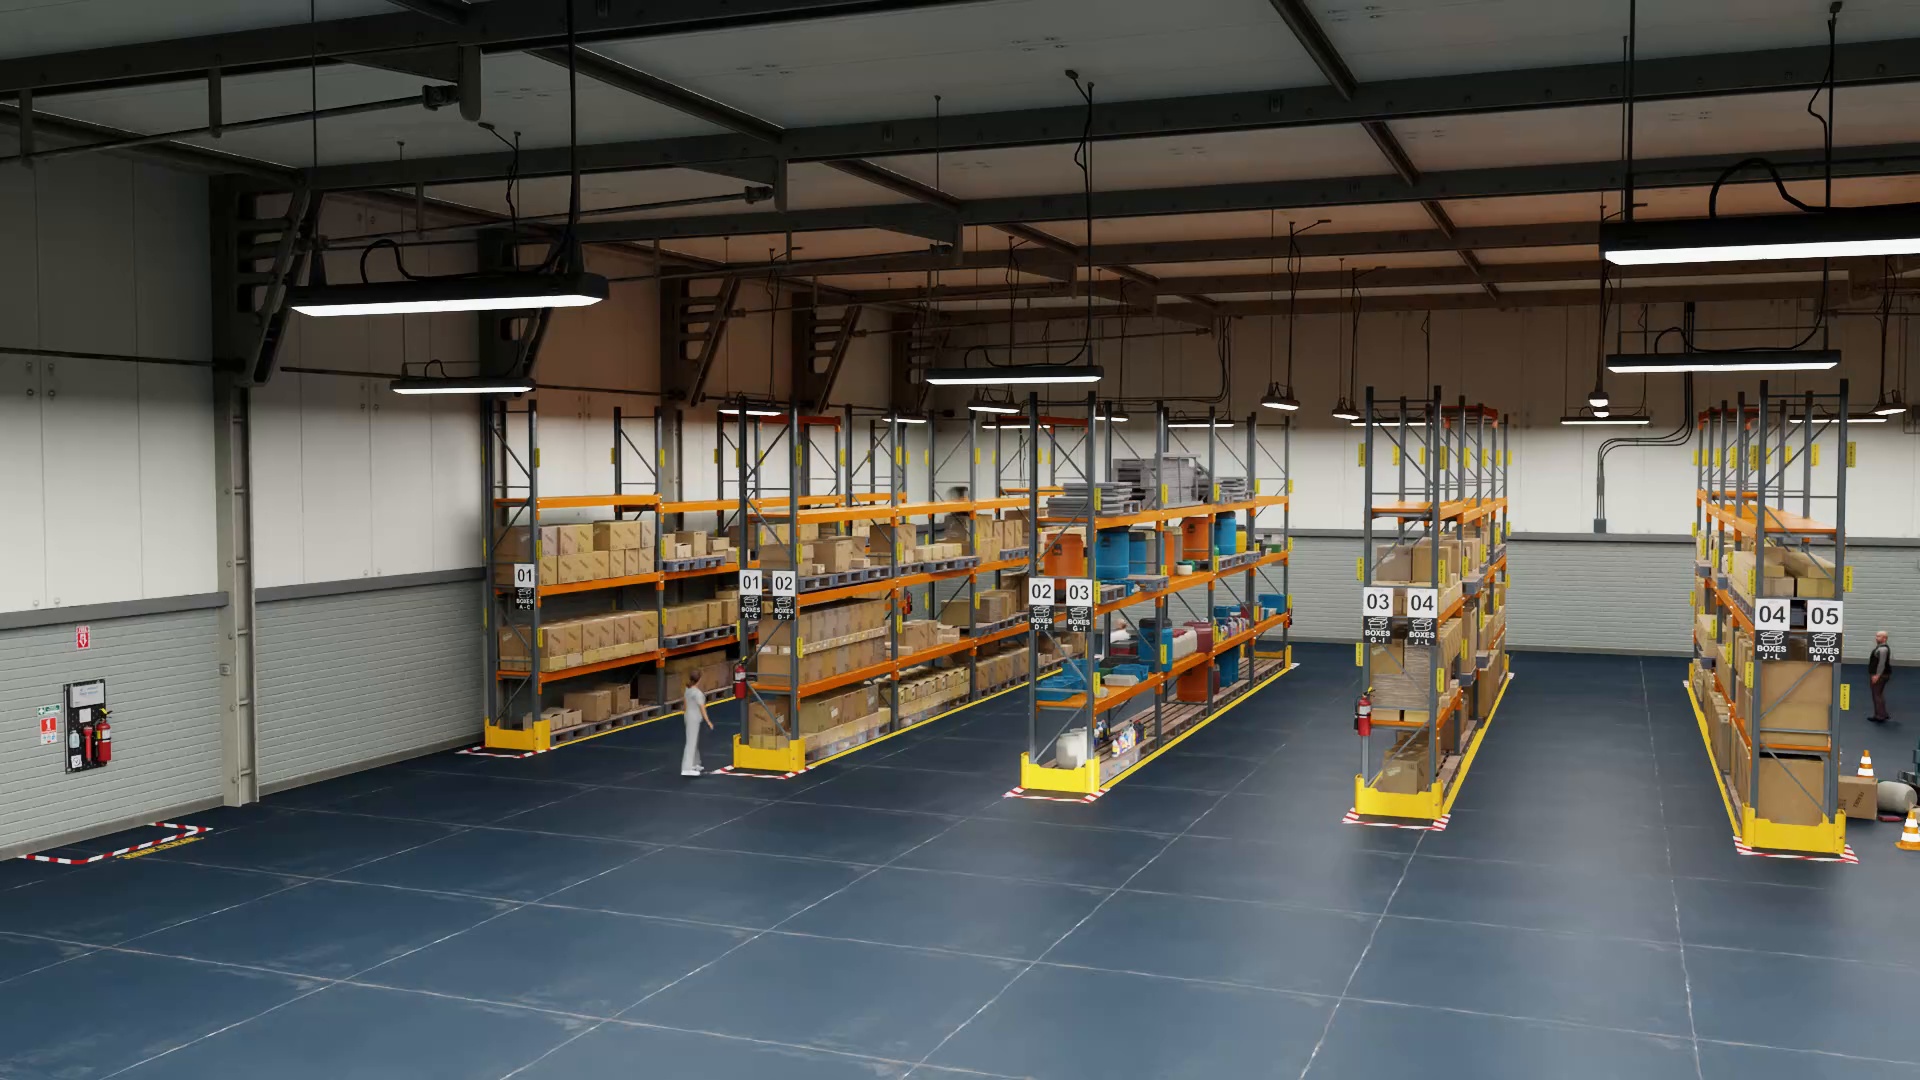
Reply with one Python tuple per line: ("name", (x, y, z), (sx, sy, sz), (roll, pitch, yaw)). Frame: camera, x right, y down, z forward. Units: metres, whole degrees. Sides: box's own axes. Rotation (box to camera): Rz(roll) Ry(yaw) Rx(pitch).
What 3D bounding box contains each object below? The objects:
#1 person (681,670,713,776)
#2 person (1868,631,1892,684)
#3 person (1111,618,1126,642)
("person", (-4.222, 2.890, 26.394), (0.531, 1.686, 0.662), (-1, 3, -25))
("person", (23.308, -0.035, 34.064), (13.113, 5.276, 4.143), (-2, 3, -36))
("person", (-3.112, 3.291, 16.893), (8.960, 1.767, 35.420), (2, 3, 34))
